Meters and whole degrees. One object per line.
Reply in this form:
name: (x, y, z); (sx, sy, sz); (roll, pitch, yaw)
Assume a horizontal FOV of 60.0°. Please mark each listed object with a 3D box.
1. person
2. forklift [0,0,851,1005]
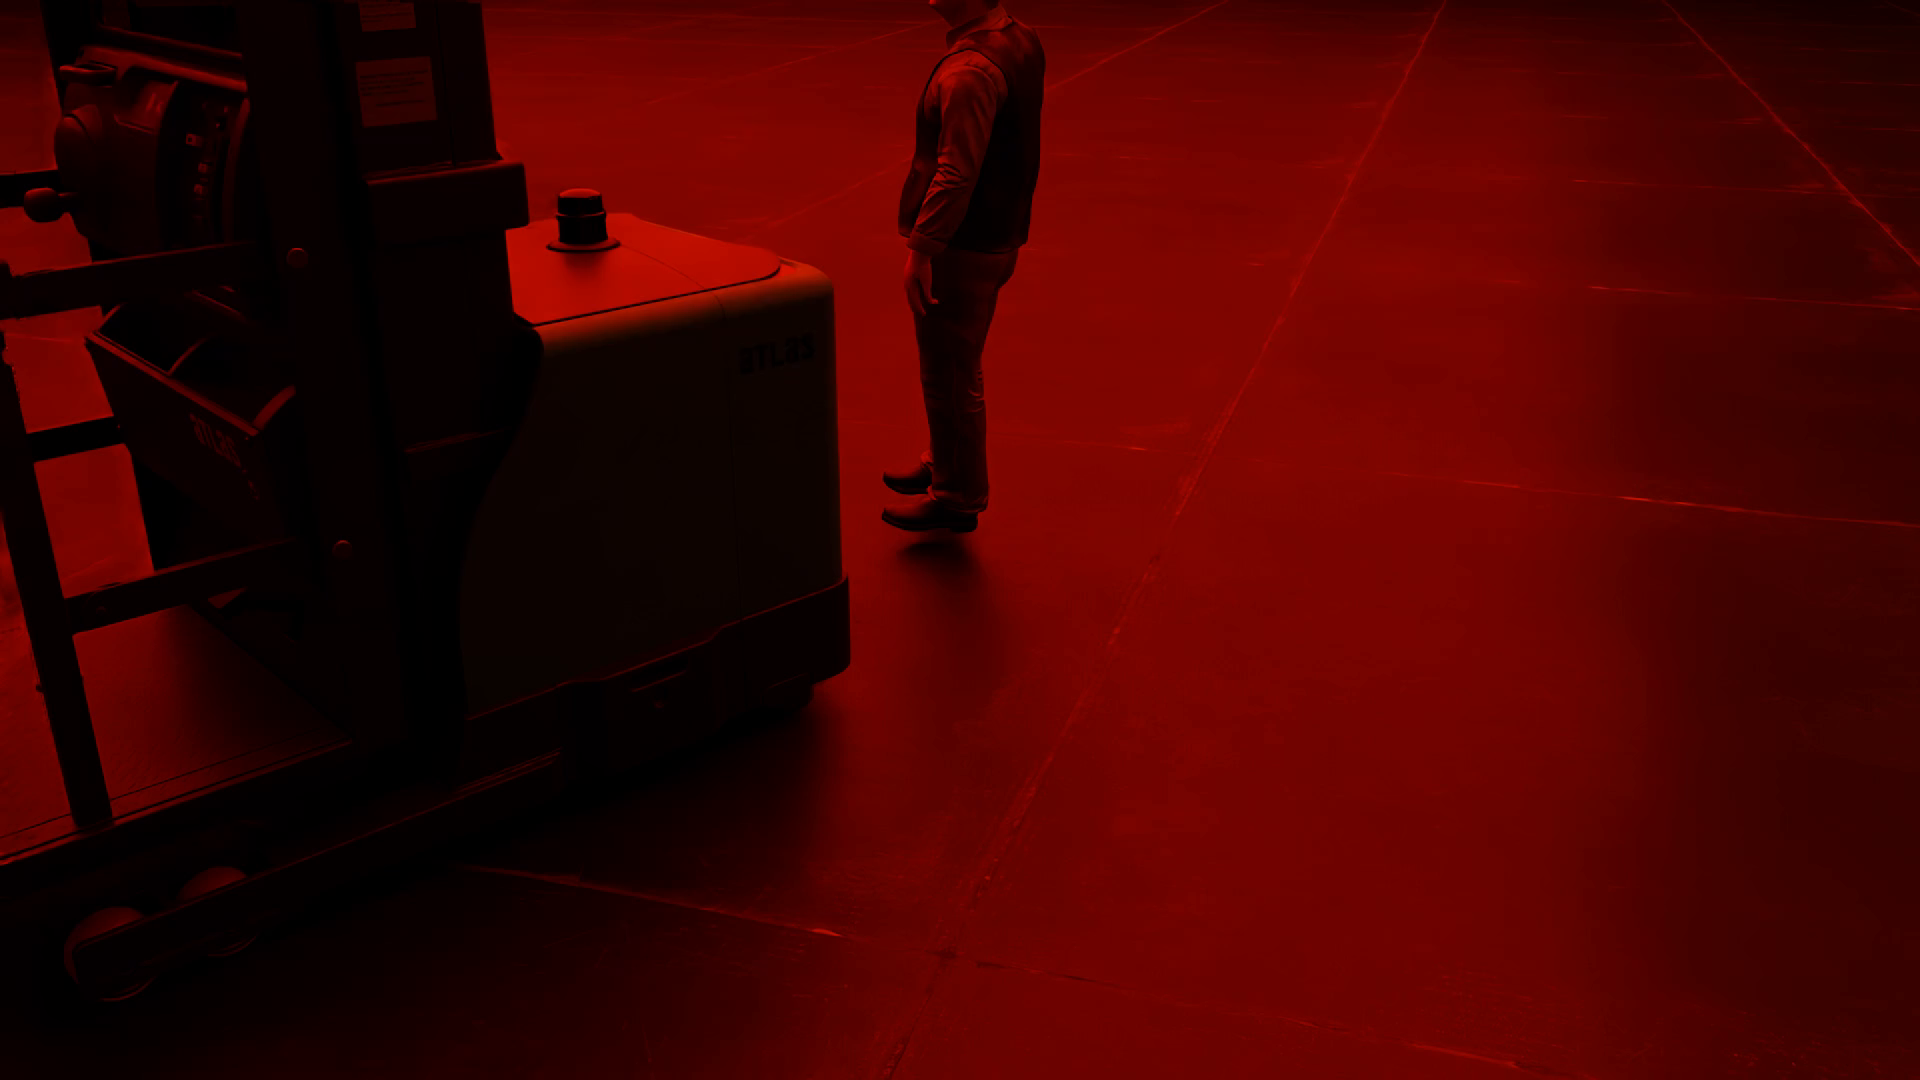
person: (-0.057, -0.850, 4.798); (0.567, 1.721, 0.632); (7, 23, 16)
forklift: (-1.694, -0.730, 3.048); (3.031, 2.935, 1.130); (-20, 30, -39)
